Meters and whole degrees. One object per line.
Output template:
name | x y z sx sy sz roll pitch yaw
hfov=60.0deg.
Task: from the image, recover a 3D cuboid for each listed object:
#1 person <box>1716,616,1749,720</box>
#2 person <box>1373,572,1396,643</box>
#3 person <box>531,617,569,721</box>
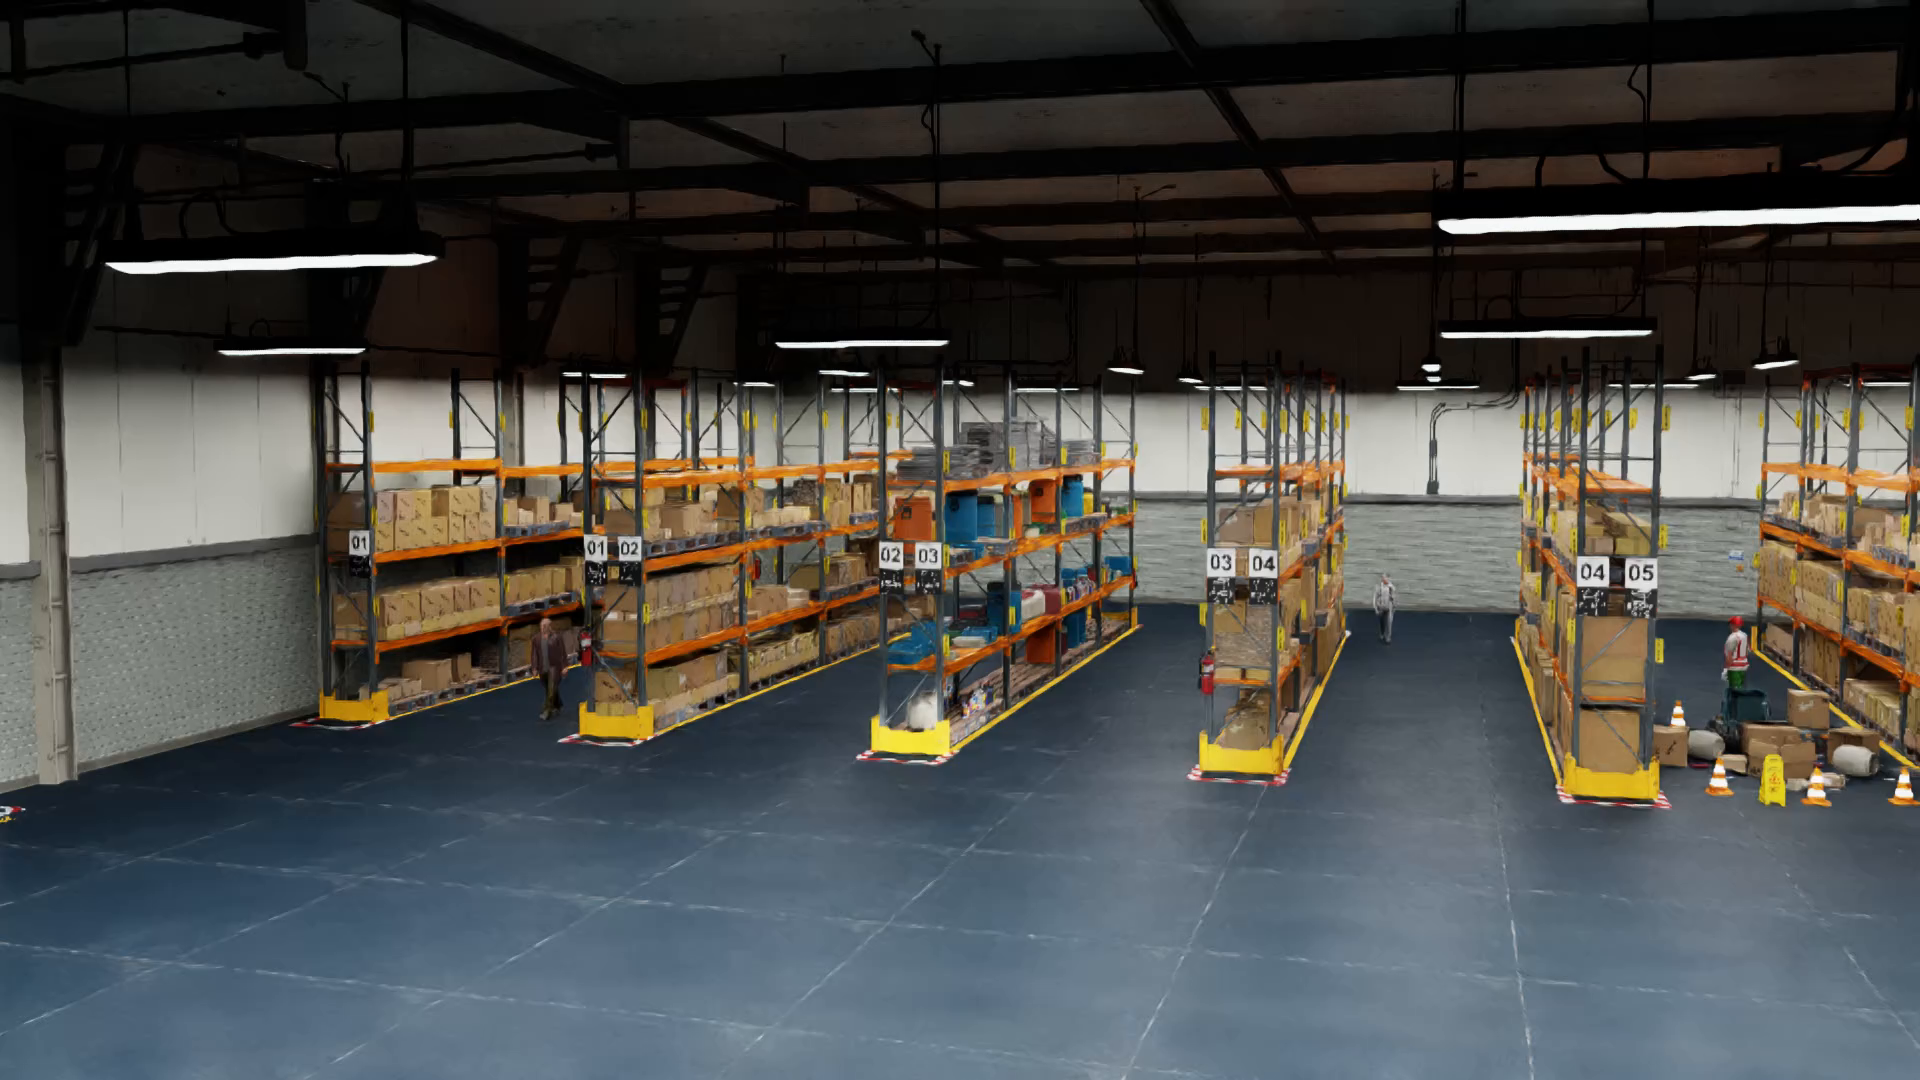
person | 12.768 2.135 27.458 0.653 1.786 0.570 -4 6 -45
person | 9.609 1.501 37.650 0.495 1.587 1.086 1 4 18
person | -6.924 2.136 27.894 0.599 1.695 1.186 1 4 14
